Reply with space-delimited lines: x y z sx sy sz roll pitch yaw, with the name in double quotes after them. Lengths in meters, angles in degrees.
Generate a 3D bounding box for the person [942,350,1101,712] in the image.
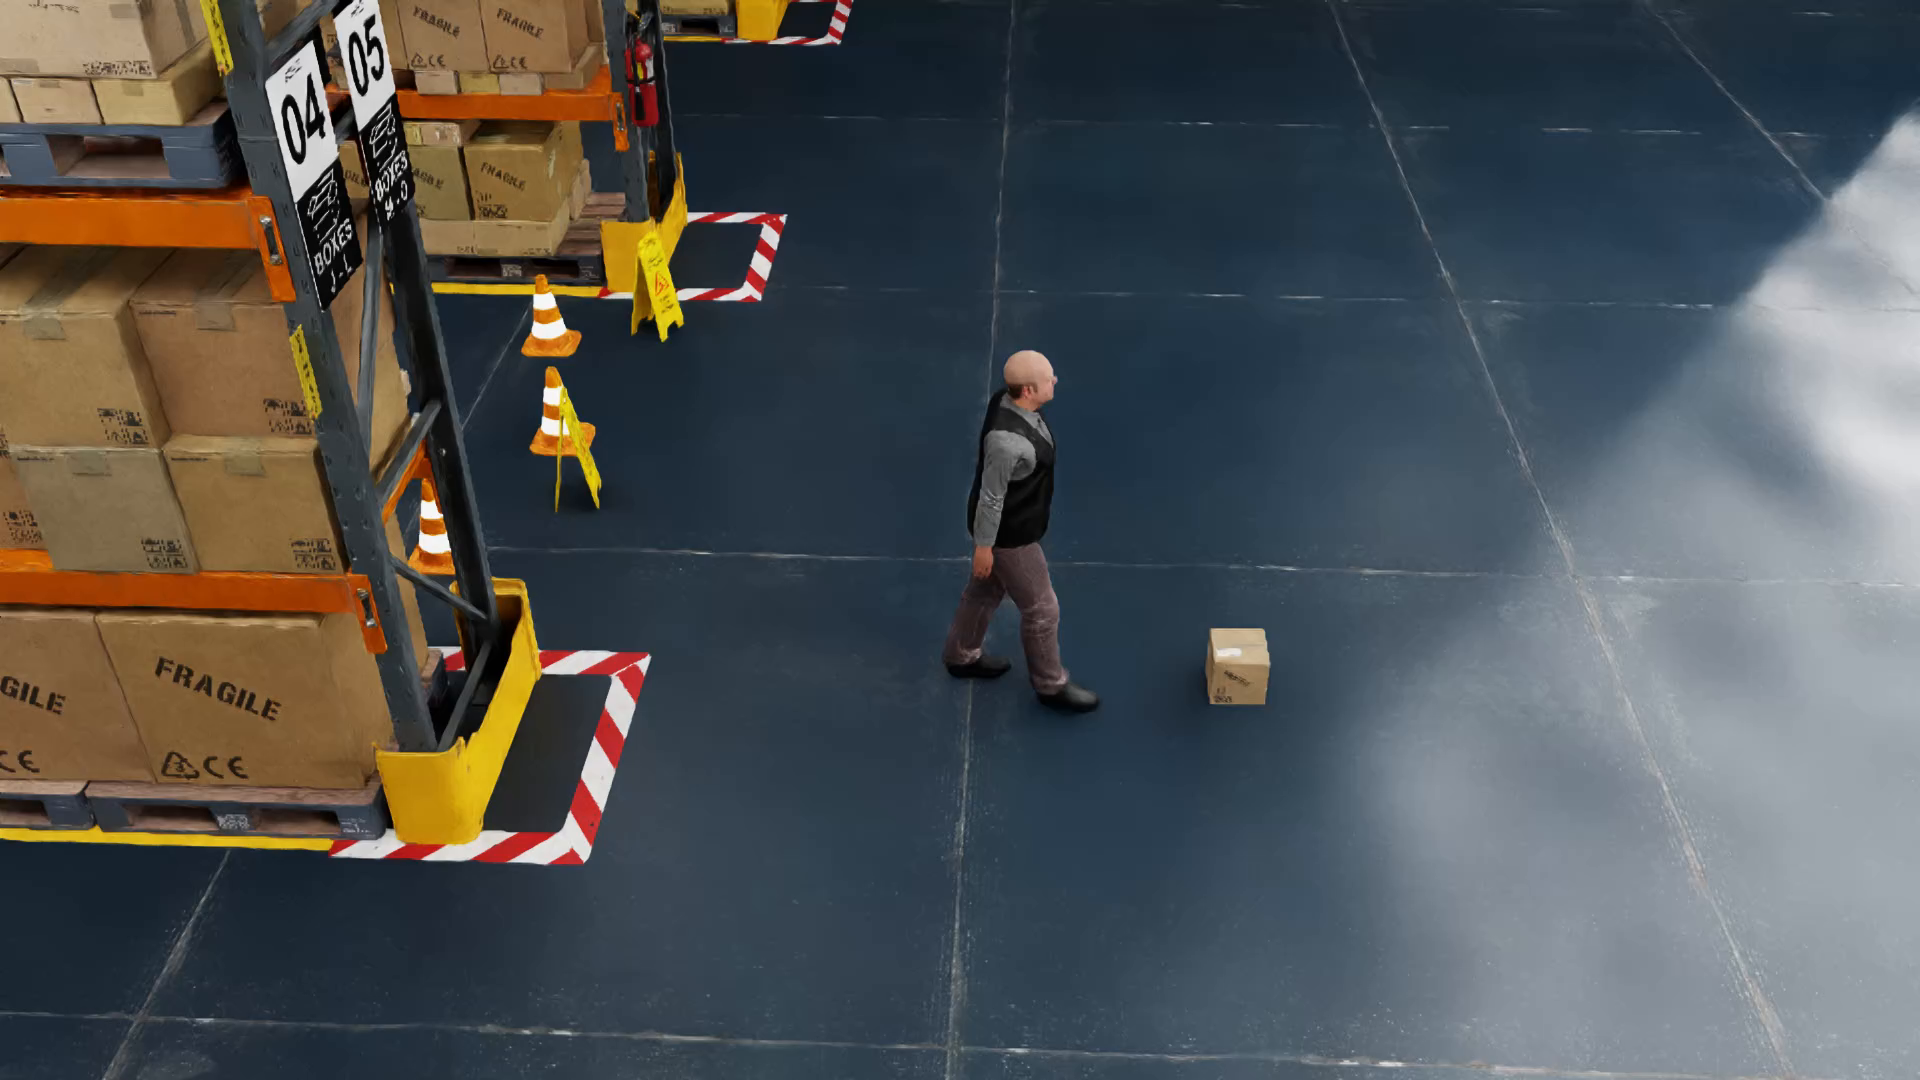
0.278 -0.073 7.223 0.723 1.706 0.538 0 35 0 "person"
